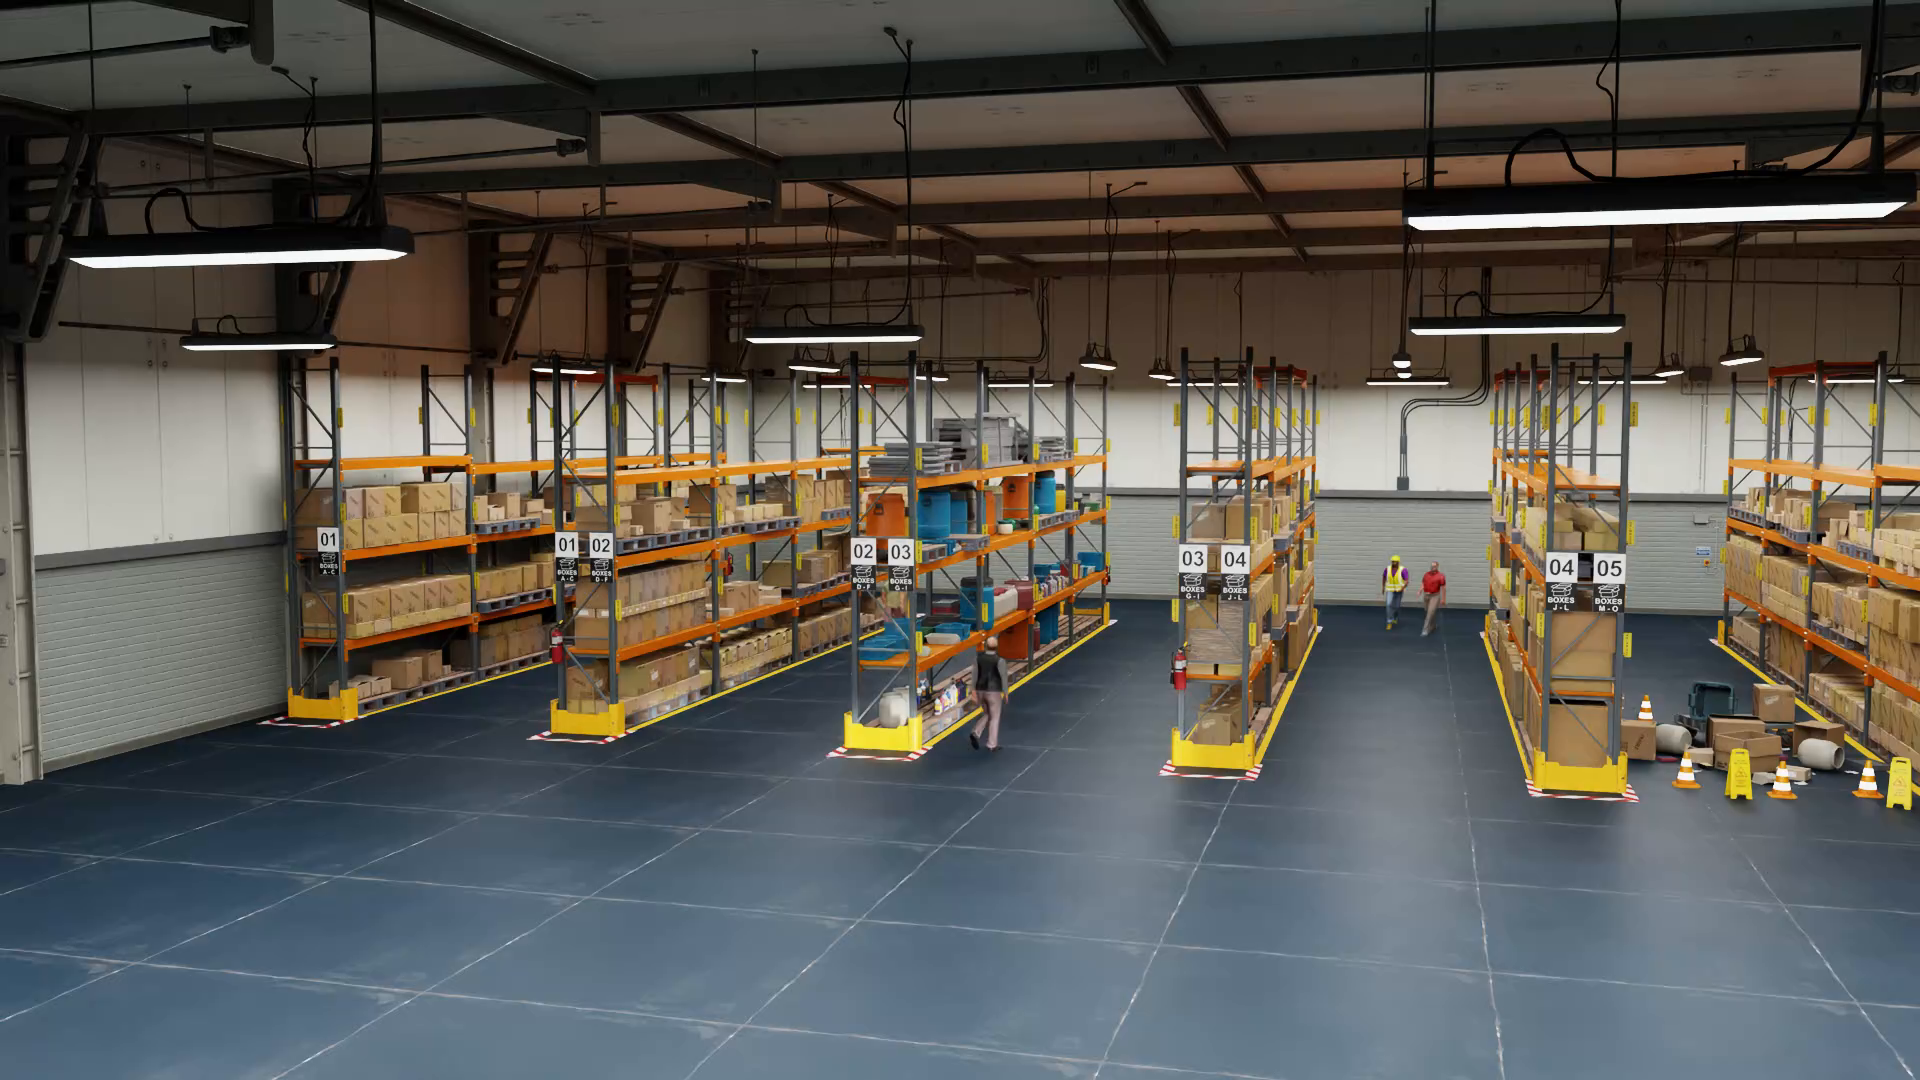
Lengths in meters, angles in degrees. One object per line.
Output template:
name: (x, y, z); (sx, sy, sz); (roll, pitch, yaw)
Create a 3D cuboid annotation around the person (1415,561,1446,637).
person: (10.817, 1.344, 38.353); (0.900, 1.714, 0.629); (-3, 5, -39)

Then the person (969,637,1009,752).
person: (0.449, 2.306, 24.908); (0.461, 1.713, 0.527); (-4, 6, -42)

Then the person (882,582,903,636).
person: (-1.489, 1.476, 36.933); (0.532, 1.622, 1.012); (1, 4, 12)

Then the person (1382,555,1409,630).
person: (10.419, 1.230, 39.786); (0.613, 1.743, 1.003); (1, 4, 15)
